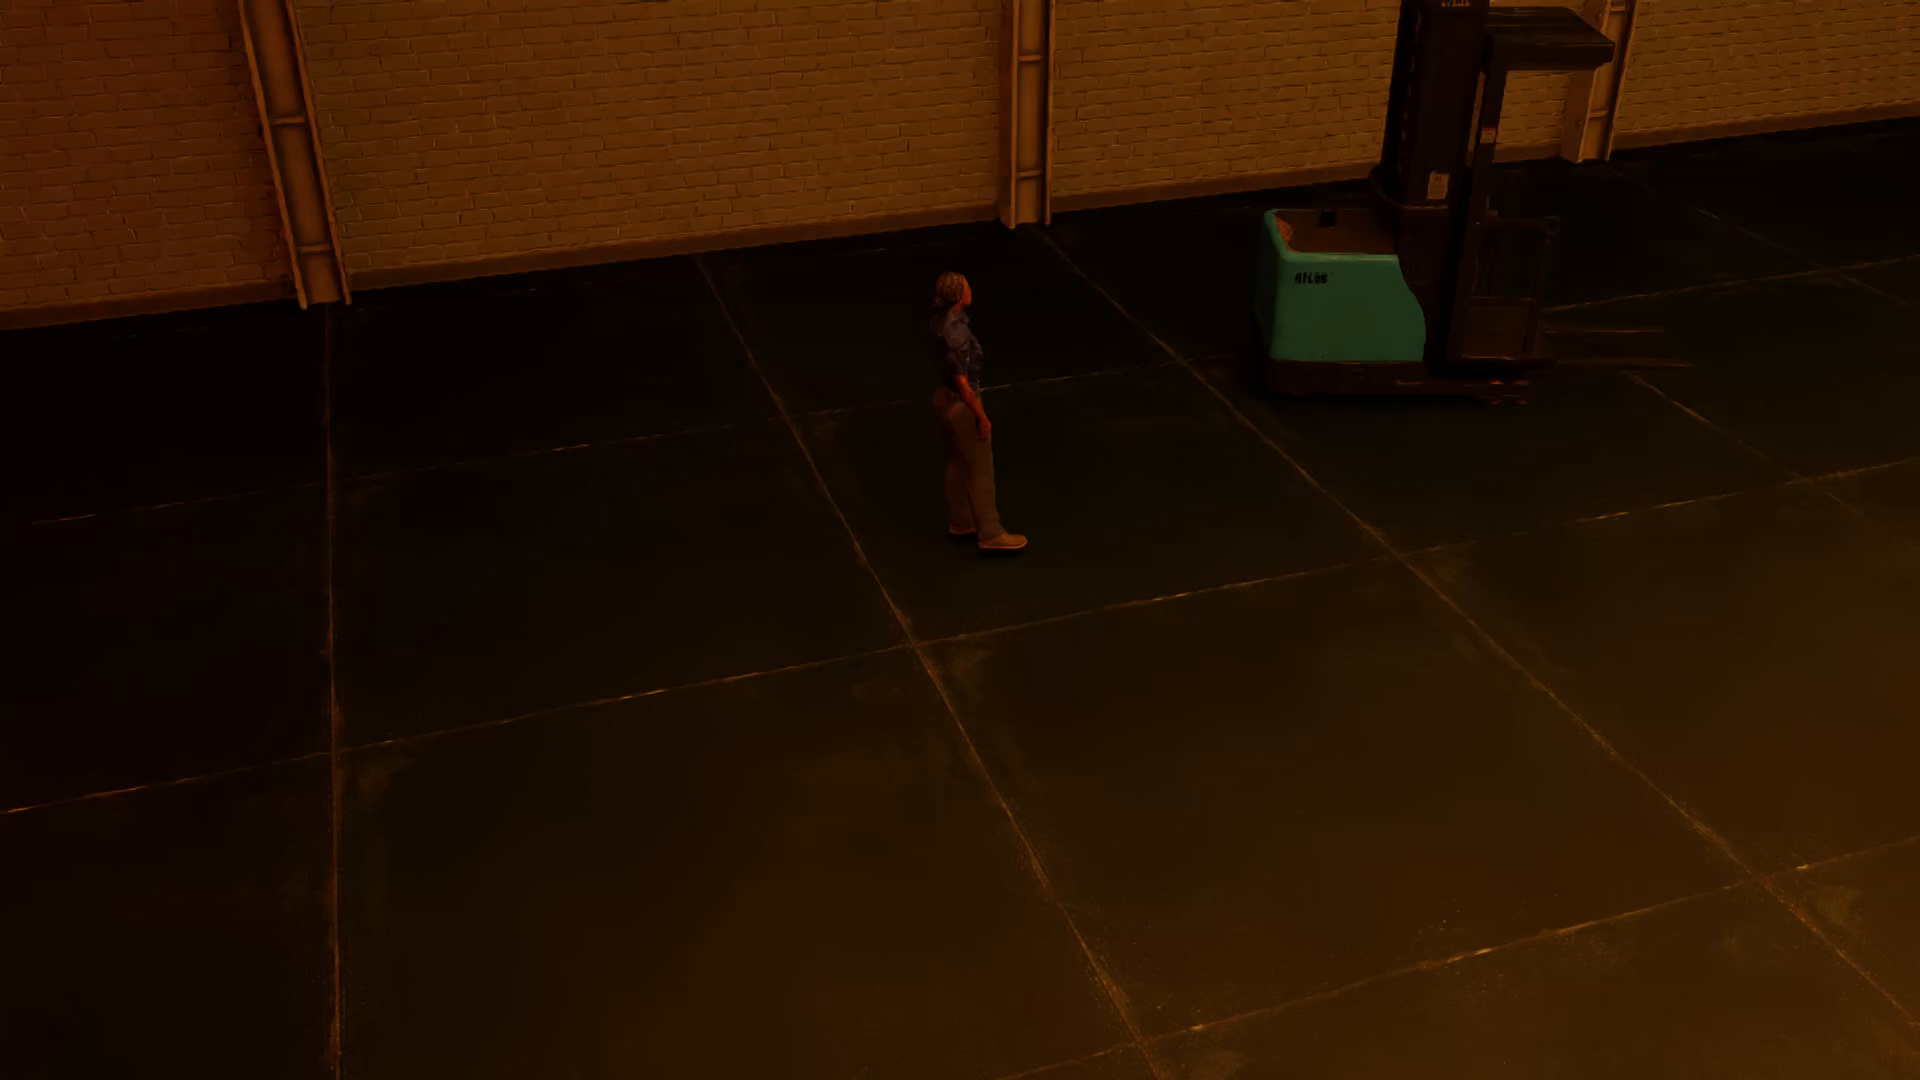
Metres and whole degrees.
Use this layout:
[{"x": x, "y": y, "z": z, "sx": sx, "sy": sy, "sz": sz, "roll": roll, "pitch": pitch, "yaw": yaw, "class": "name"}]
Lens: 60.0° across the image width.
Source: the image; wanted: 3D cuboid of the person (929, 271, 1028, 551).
[{"x": 0.089, "y": -0.762, "z": 9.598, "sx": 0.504, "sy": 1.654, "sz": 0.570, "roll": -10, "pitch": 31, "yaw": -16, "class": "person"}]

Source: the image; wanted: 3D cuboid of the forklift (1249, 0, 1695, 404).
[{"x": 3.680, "y": -2.494, "z": 11.422, "sx": 3.031, "sy": 2.935, "sz": 1.130, "roll": 1, "pitch": 30, "yaw": 1, "class": "forklift"}]
